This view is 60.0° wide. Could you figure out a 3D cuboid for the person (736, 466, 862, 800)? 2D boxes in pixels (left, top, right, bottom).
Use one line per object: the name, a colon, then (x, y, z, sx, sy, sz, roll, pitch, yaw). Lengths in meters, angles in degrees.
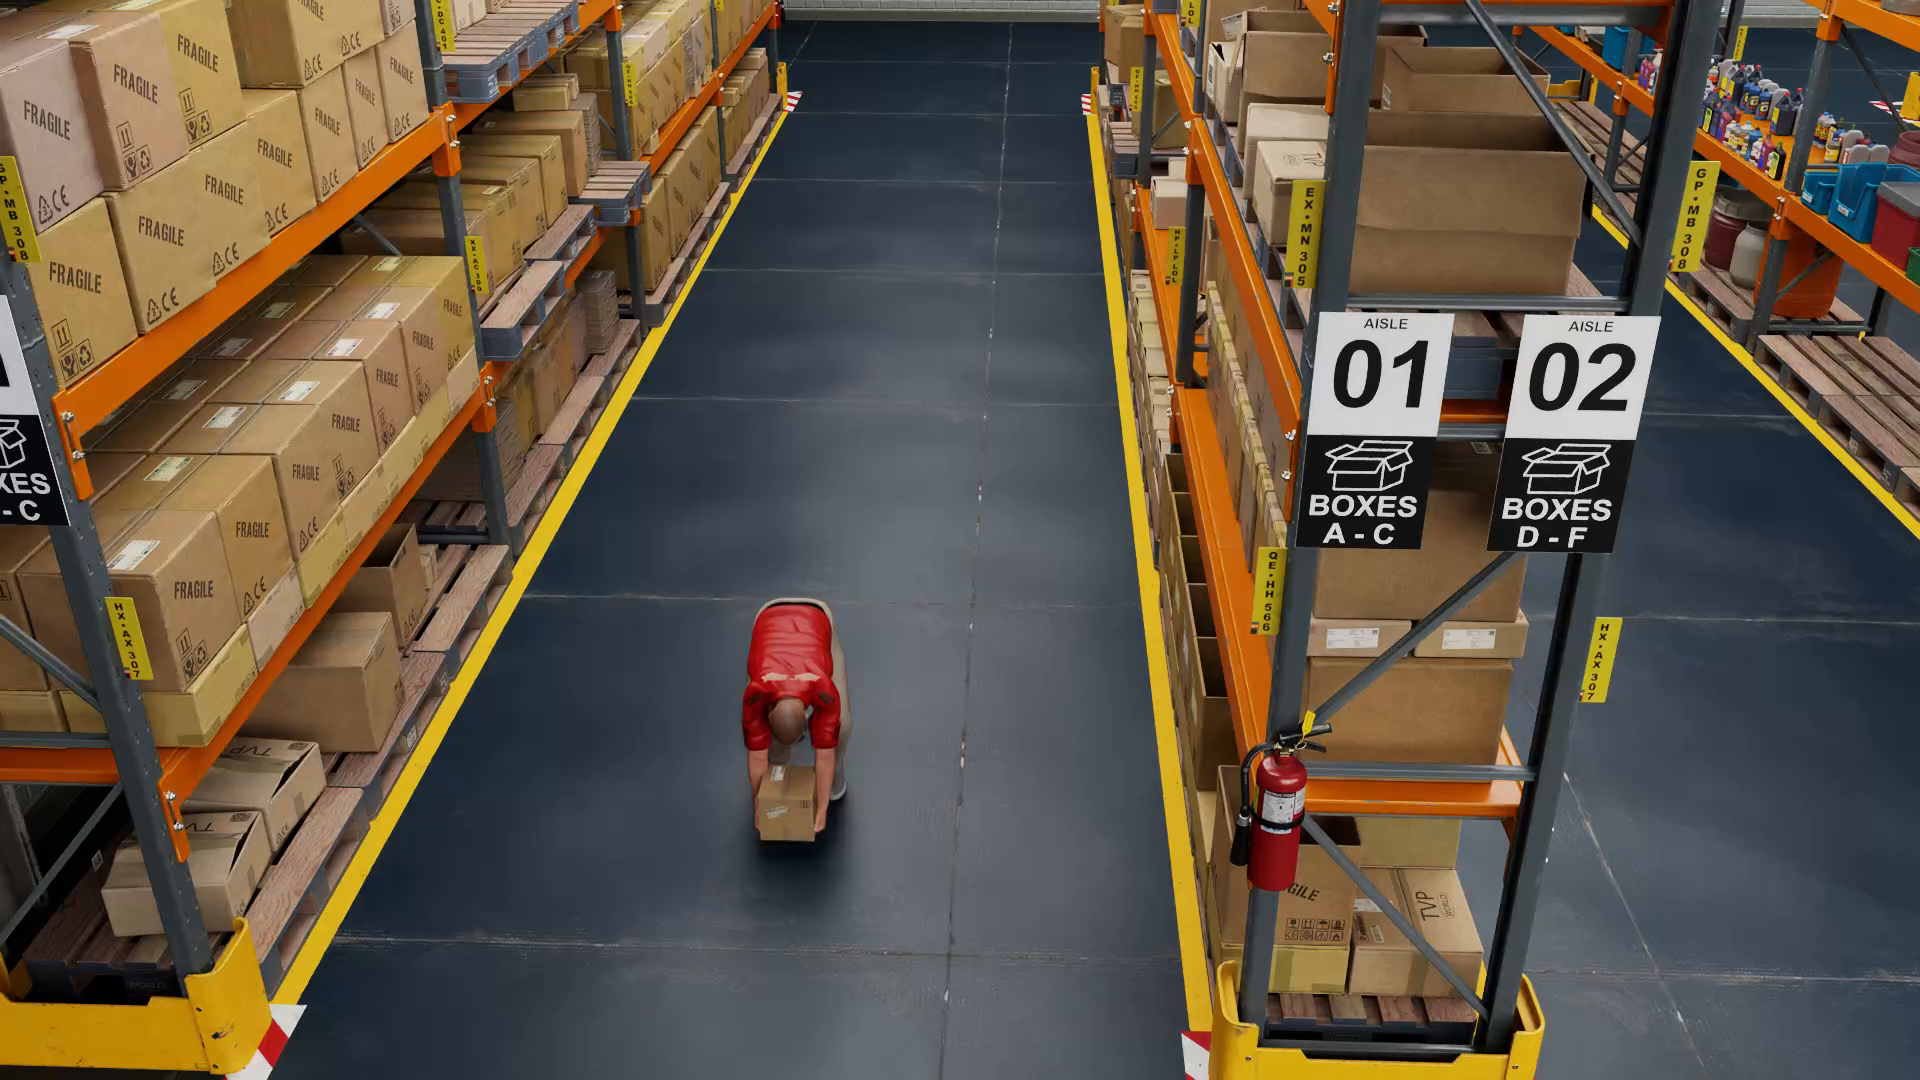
person: (-0.757, 0.421, 7.839, 0.596, 1.725, 0.400, 0, 28, -1)
